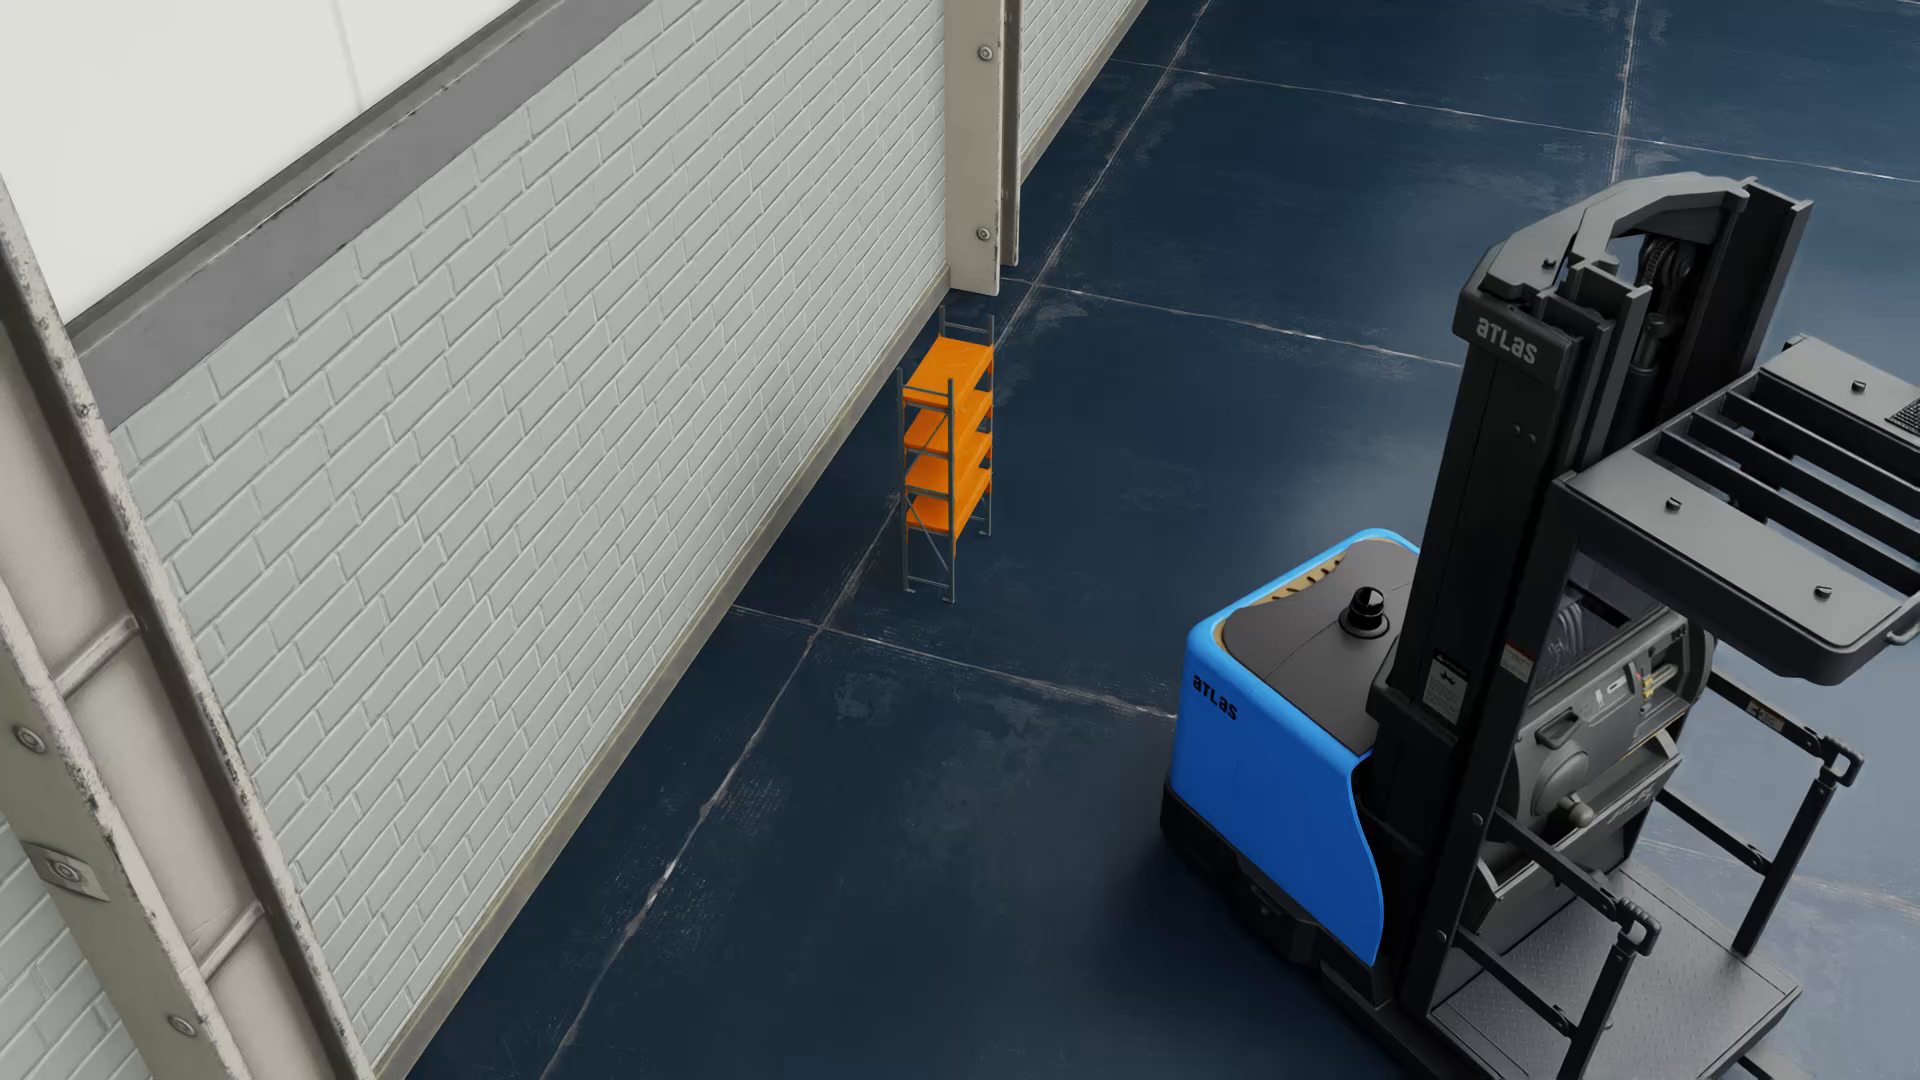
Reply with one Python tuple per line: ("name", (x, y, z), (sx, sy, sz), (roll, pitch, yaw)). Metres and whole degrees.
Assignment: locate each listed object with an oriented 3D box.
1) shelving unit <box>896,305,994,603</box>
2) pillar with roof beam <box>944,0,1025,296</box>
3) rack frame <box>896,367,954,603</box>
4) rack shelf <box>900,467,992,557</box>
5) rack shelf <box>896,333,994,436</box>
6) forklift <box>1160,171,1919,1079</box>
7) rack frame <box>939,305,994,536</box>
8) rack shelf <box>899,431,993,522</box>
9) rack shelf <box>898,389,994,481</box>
("shelving unit", (-0.057, -0.355, 7.196), (0.258, 1.200, 0.503), (13, 42, 15))
("pillar with roof beam", (4.170, -3.986, 5.443), (9.100, 9.000, 0.400), (13, 42, 15))
("rack frame", (-0.140, -0.207, 7.021), (0.240, 1.200, 0.015), (13, 42, 15))
("rack shelf", (-0.057, -0.153, 7.368), (0.258, 0.148, 0.480), (13, 42, 15))
("rack shelf", (-0.057, -0.654, 6.941), (0.258, 0.148, 0.480), (13, 42, 15))
("forklift", (2.052, 0.583, 4.762), (1.130, 2.935, 3.031), (-26, 47, -27))
("rack frame", (0.027, -0.504, 7.370), (0.240, 1.200, 0.015), (13, 42, 15))
("rack shelf", (-0.057, -0.304, 7.240), (0.258, 0.148, 0.480), (13, 42, 15))
("rack shelf", (-0.057, -0.474, 7.094), (0.258, 0.148, 0.480), (13, 42, 15))
